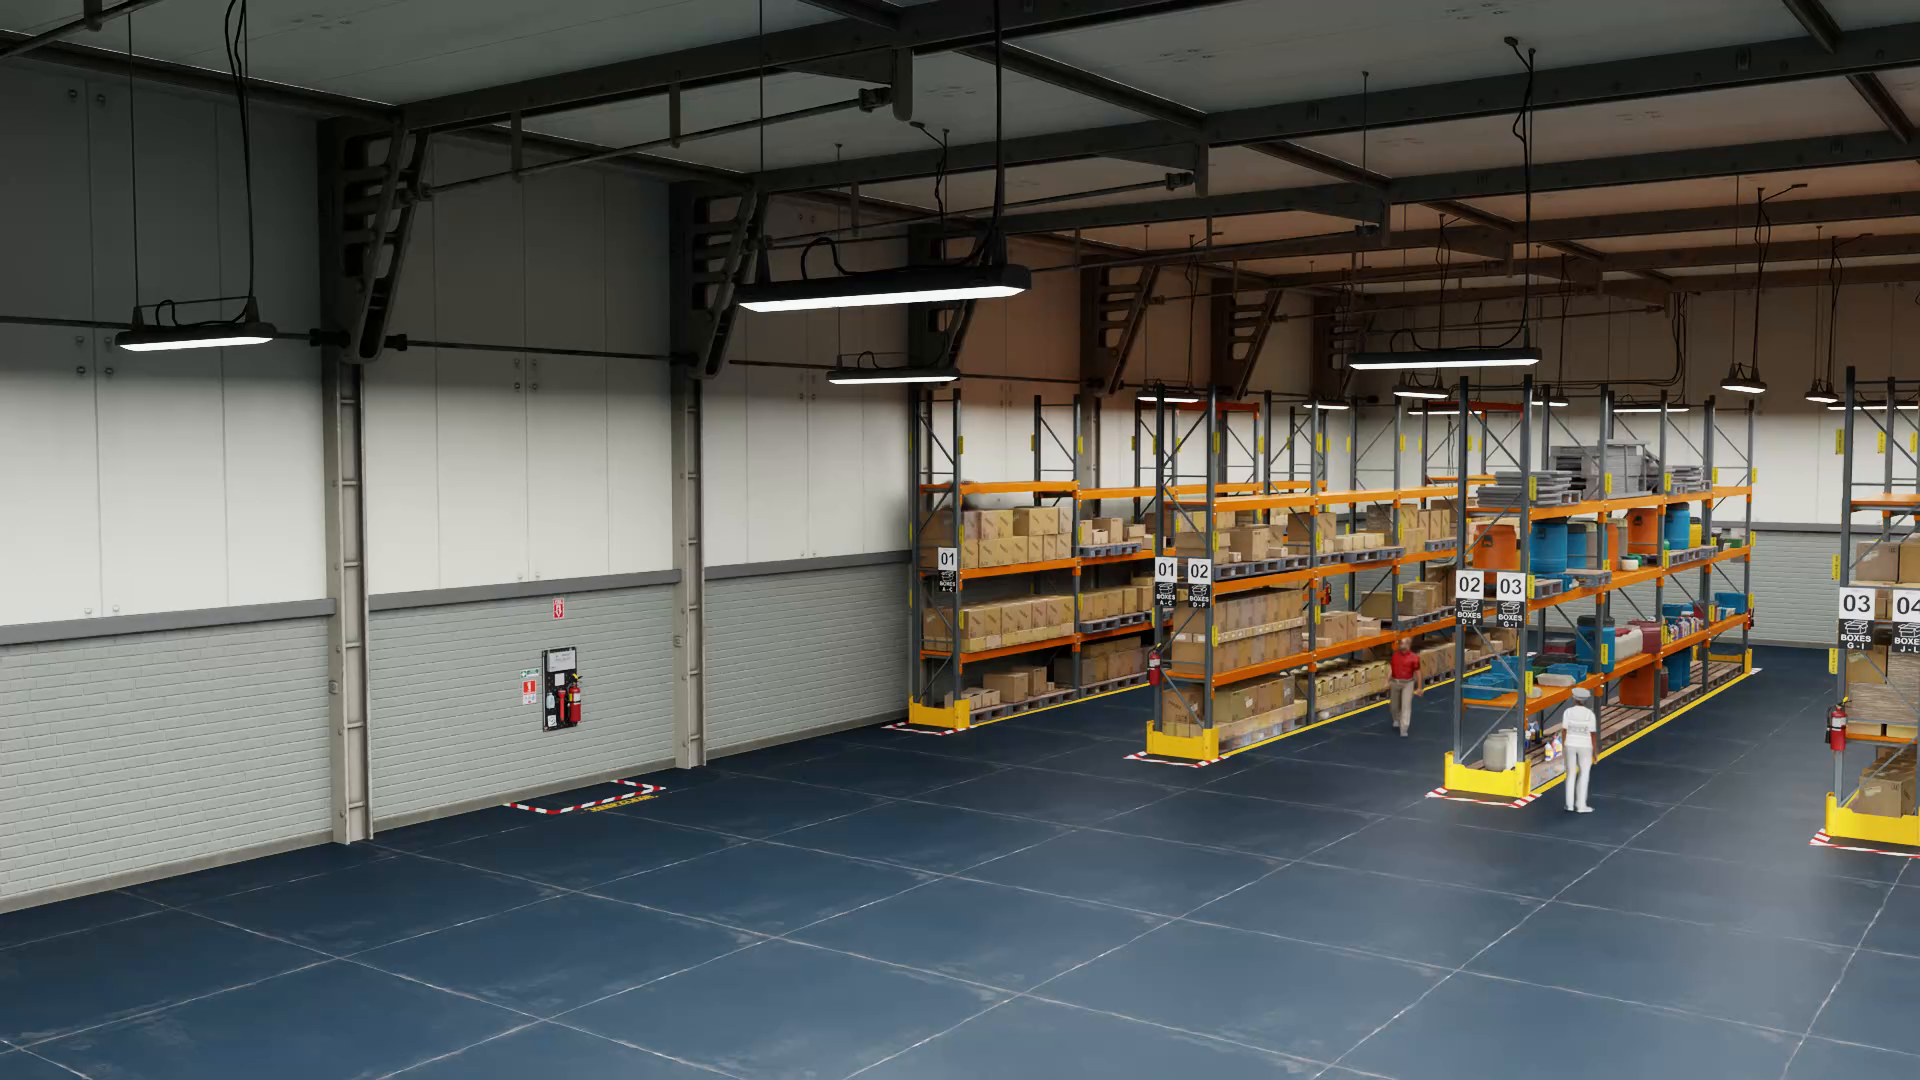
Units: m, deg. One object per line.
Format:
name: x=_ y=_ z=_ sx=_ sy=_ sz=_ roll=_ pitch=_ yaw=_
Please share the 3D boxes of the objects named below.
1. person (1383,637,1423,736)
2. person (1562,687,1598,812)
person: x=7.673 y=2.513 z=28.793 sx=0.672 sy=1.667 sz=0.961 roll=1 pitch=3 yaw=21
person: x=8.456 y=2.864 z=22.687 sx=0.472 sy=1.696 sz=0.369 roll=2 pitch=4 yaw=36
